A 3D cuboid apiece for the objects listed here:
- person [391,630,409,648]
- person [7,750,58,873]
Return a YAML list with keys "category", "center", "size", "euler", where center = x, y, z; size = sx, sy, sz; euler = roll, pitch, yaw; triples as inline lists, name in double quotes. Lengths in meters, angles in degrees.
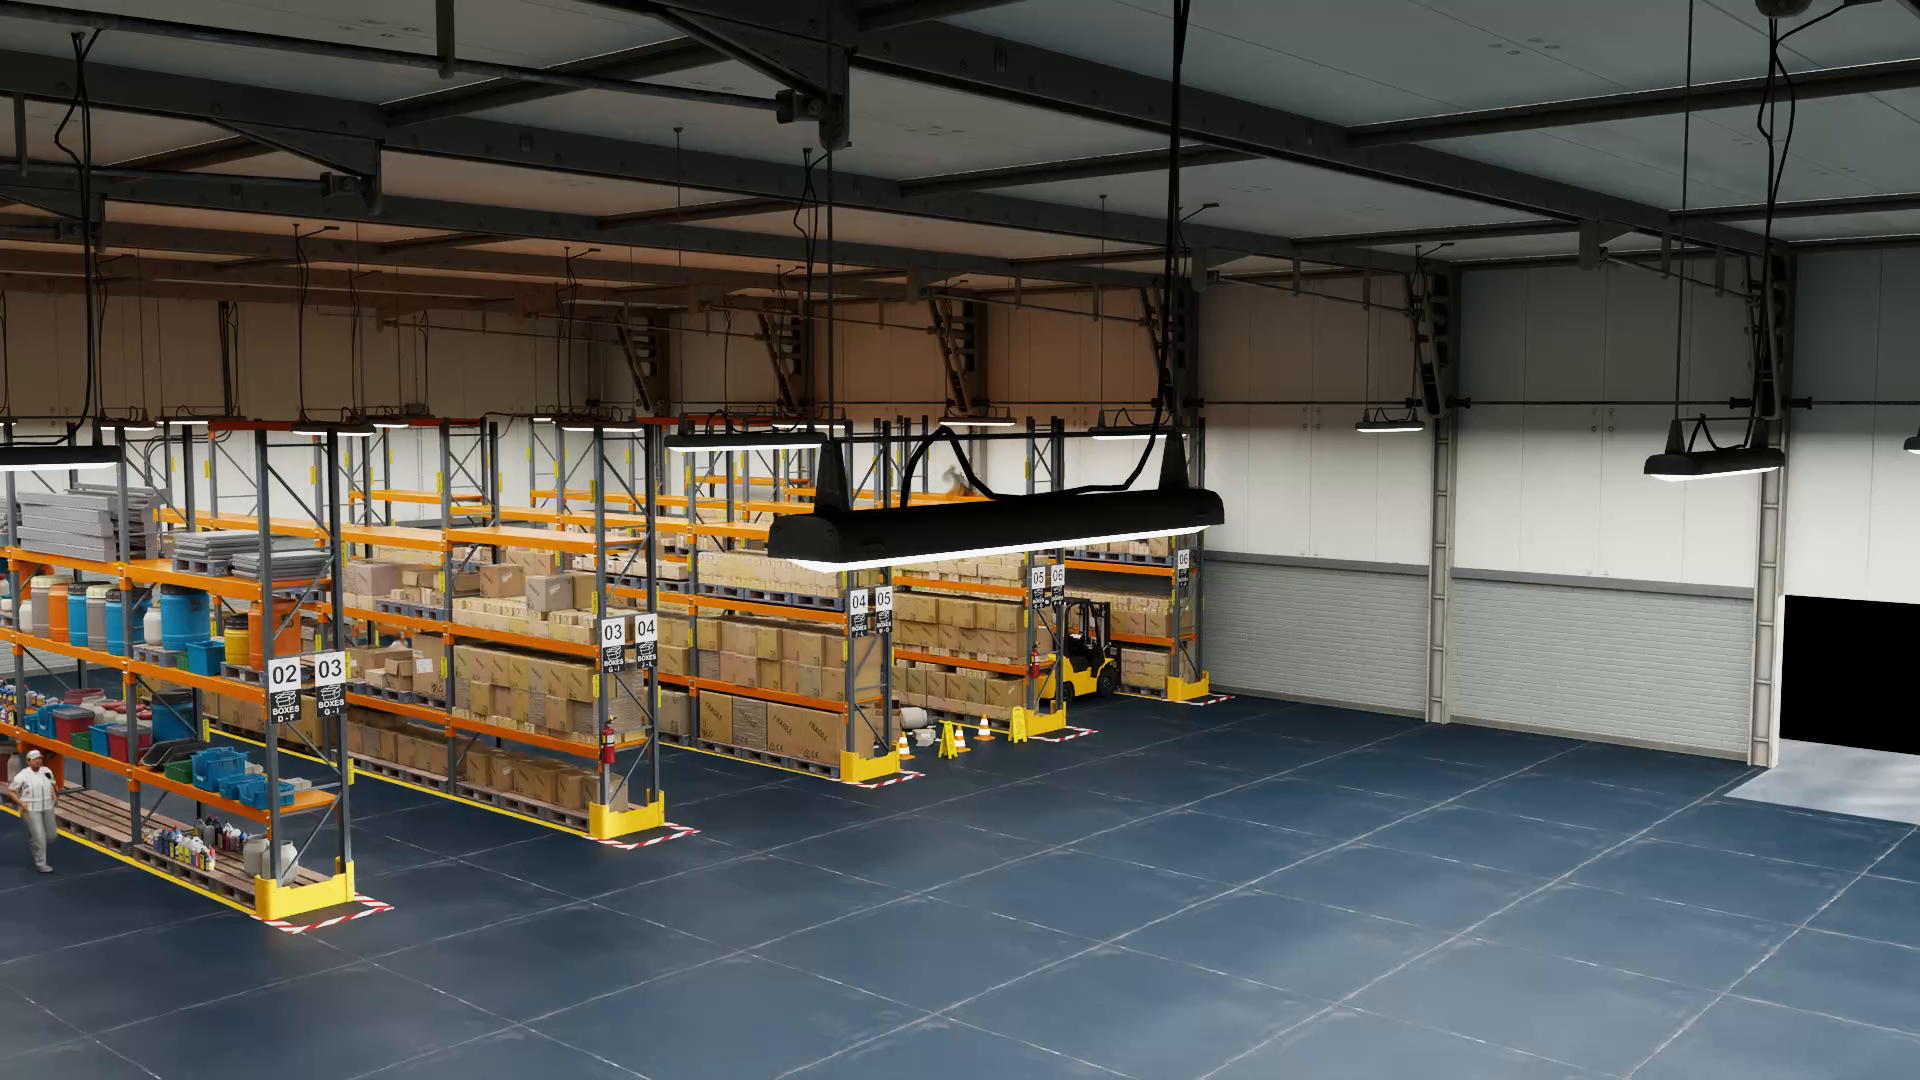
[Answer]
- category: "person"
  center: [-11.659, 2.664, 34.611]
  size: [0.839, 1.584, 0.544]
  euler: [4, 6, 38]
- category: "person"
  center: [-12.511, 3.649, 22.512]
  size: [0.708, 1.623, 0.615]
  euler: [3, 6, 34]
